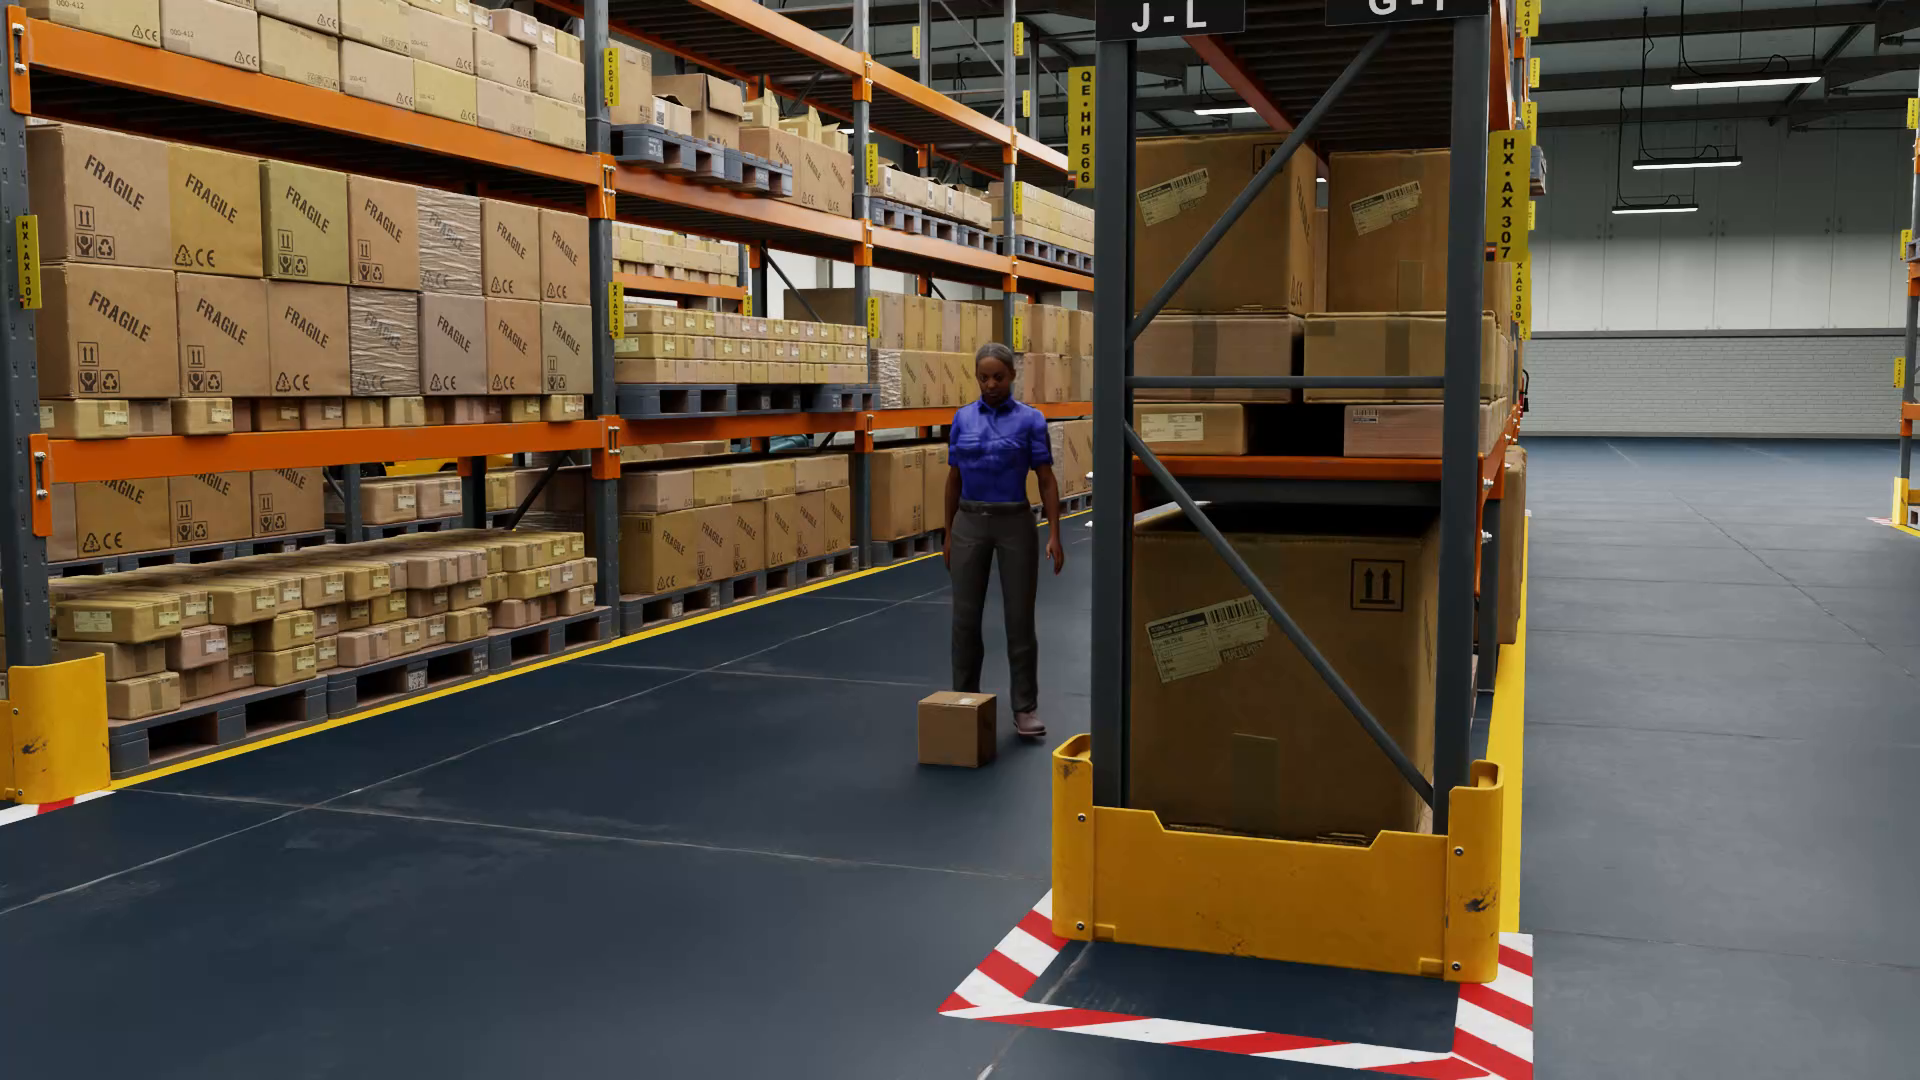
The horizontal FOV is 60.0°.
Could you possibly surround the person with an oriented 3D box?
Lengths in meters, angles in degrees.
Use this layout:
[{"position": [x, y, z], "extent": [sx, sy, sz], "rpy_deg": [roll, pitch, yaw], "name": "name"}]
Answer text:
[{"position": [0.175, 0.004, 7.058], "extent": [0.542, 1.674, 0.370], "rpy_deg": [1, 5, 10], "name": "person"}]
